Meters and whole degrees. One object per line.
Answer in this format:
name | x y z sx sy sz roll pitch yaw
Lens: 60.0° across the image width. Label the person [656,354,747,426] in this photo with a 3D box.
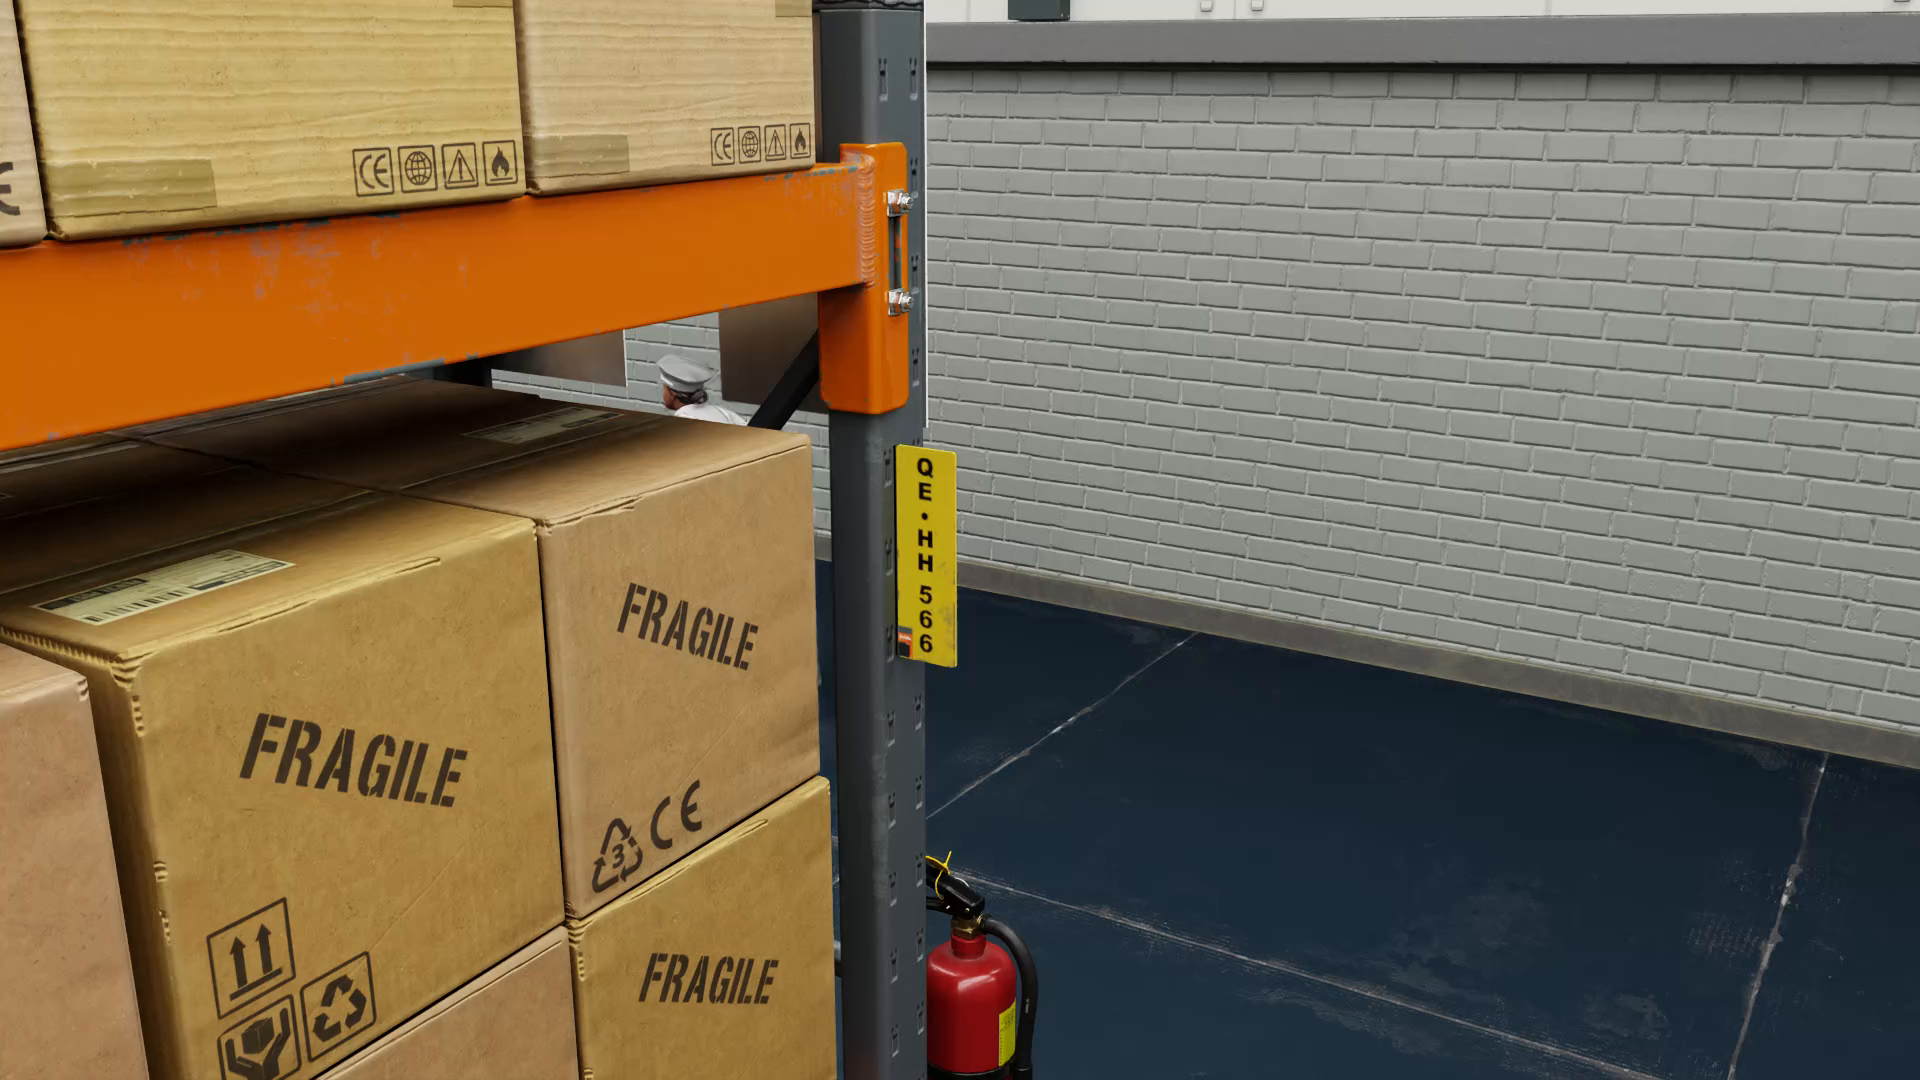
person | -1.150 -0.064 7.840 0.669 1.605 0.601 8 18 25
